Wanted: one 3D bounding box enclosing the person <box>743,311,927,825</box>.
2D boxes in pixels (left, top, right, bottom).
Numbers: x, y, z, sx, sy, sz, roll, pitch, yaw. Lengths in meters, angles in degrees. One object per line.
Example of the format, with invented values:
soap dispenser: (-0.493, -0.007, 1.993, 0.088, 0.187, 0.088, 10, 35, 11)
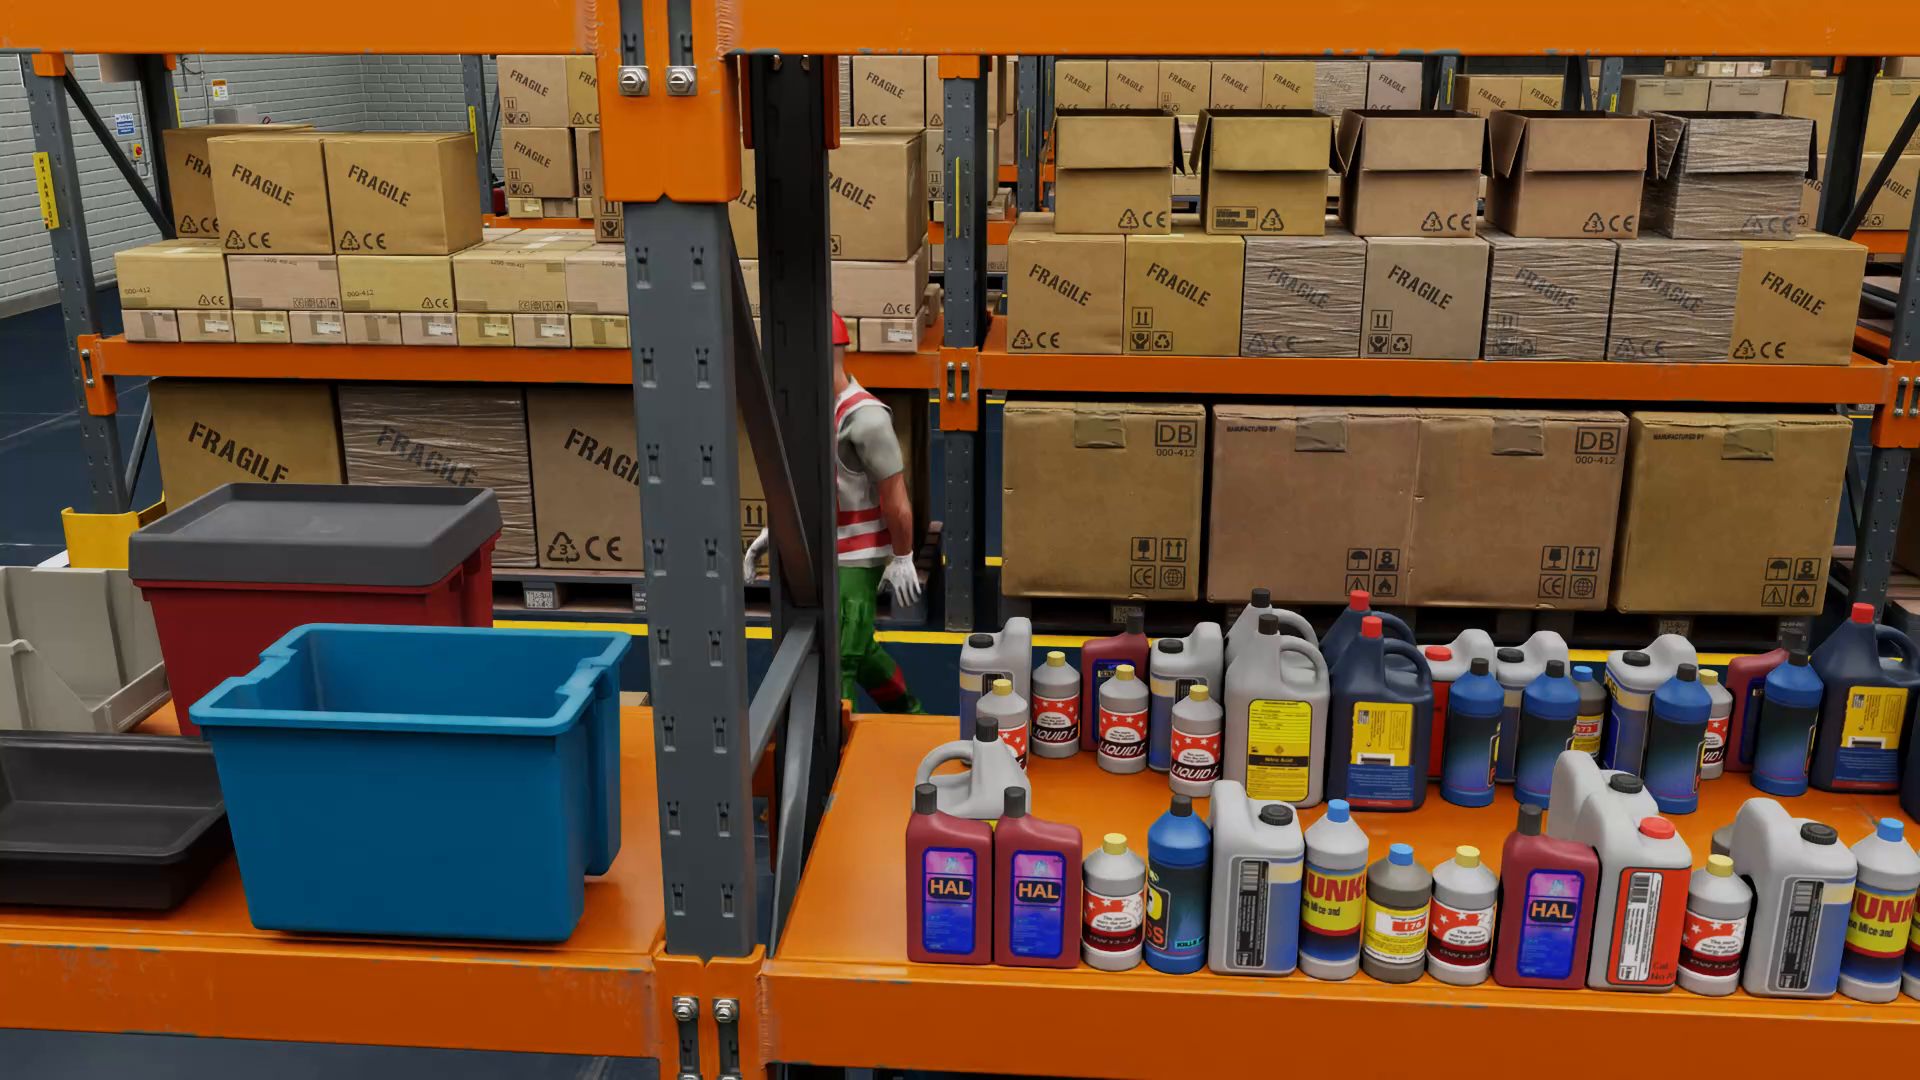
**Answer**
person: (-0.429, 0.067, 5.828, 0.879, 1.745, 0.579, -11, 20, -31)
